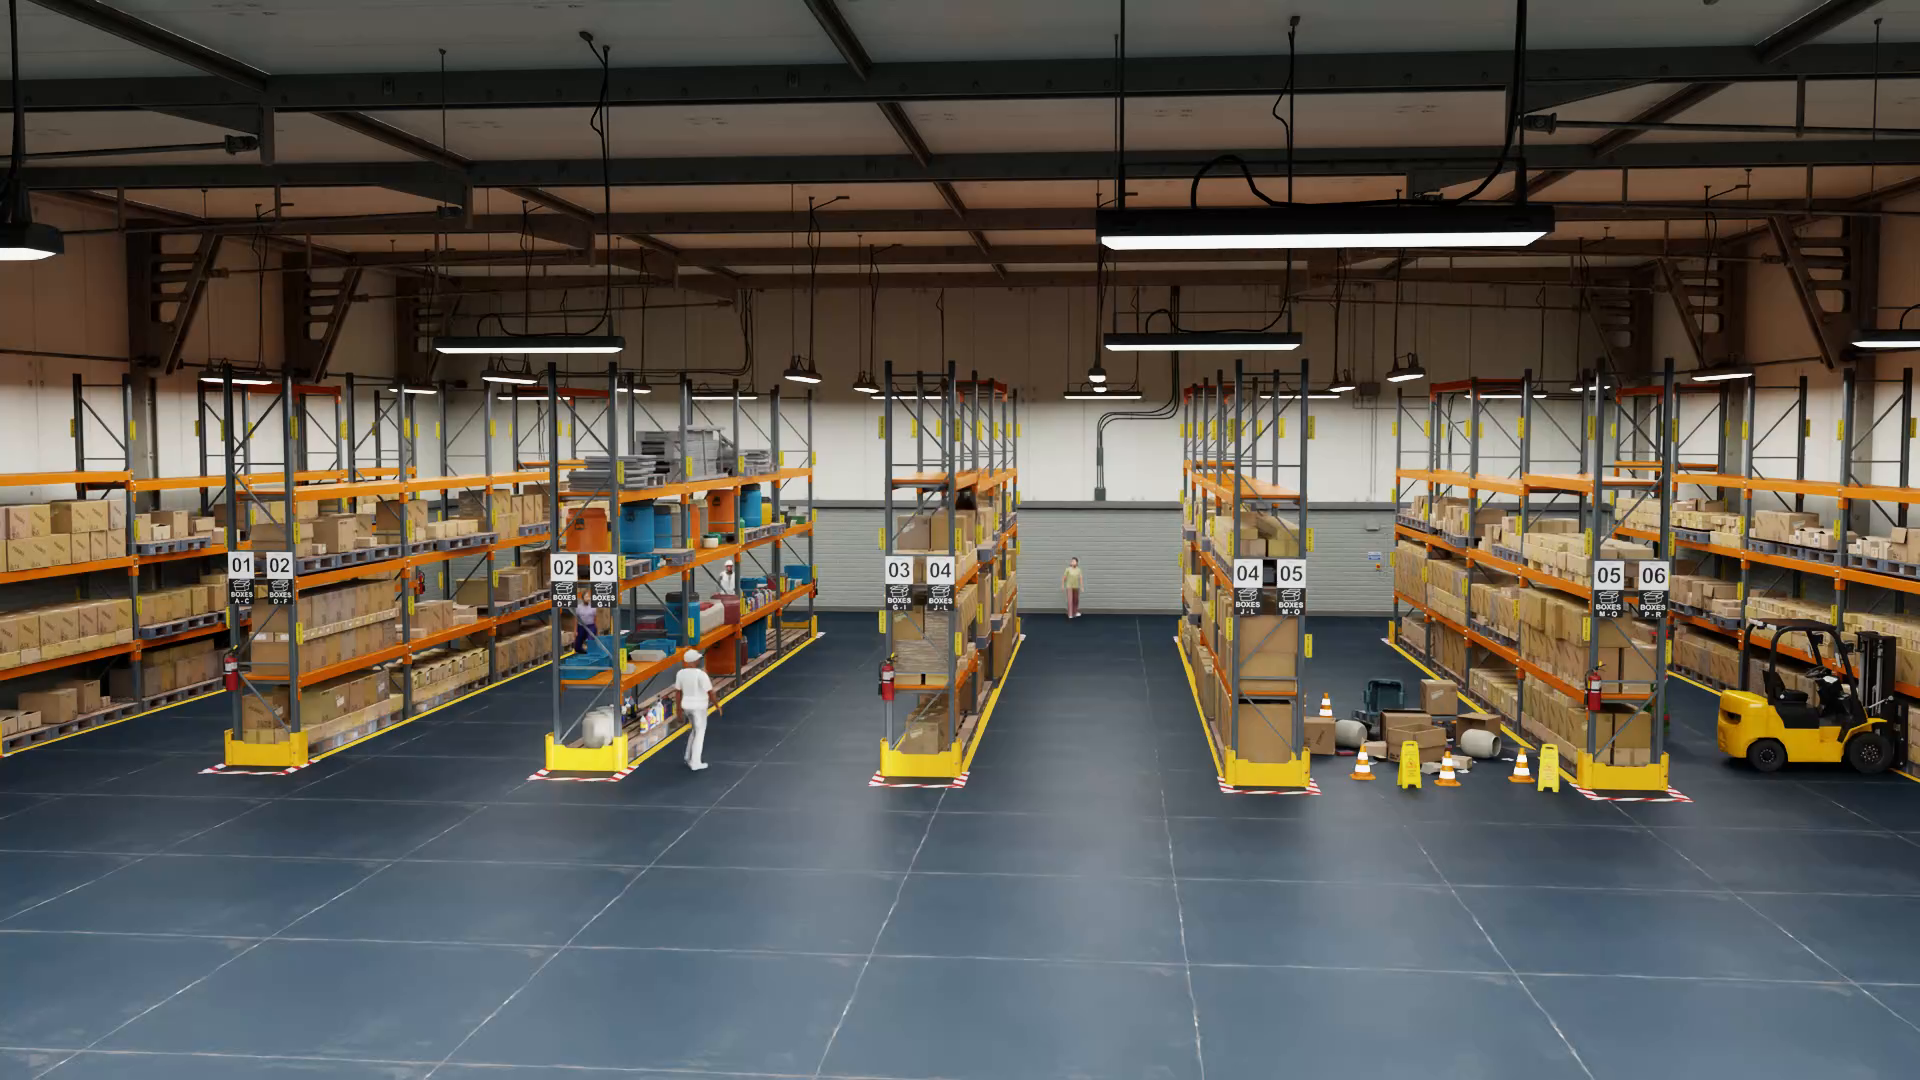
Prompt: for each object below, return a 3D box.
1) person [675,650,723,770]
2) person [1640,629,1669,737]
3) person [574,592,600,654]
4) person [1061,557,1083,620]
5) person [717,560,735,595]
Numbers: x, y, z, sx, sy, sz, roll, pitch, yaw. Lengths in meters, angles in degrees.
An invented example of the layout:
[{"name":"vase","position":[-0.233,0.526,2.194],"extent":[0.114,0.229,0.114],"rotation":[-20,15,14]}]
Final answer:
[{"name":"person","position":[-3.871,2.502,24.564],"extent":[0.660,1.792,0.485],"rotation":[3,5,37]},{"name":"person","position":[11.285,2.319,27.215],"extent":[0.662,1.782,0.535],"rotation":[4,5,43]},{"name":"person","position":[-7.805,1.896,34.817],"extent":[0.508,1.621,0.647],"rotation":[0,4,1]},{"name":"person","position":[3.016,1.283,44.283],"extent":[0.654,1.642,0.869],"rotation":[-1,4,-18]},{"name":"person","position":[-5.848,1.397,41.996],"extent":[0.642,1.795,0.900],"rotation":[0,4,3]}]
